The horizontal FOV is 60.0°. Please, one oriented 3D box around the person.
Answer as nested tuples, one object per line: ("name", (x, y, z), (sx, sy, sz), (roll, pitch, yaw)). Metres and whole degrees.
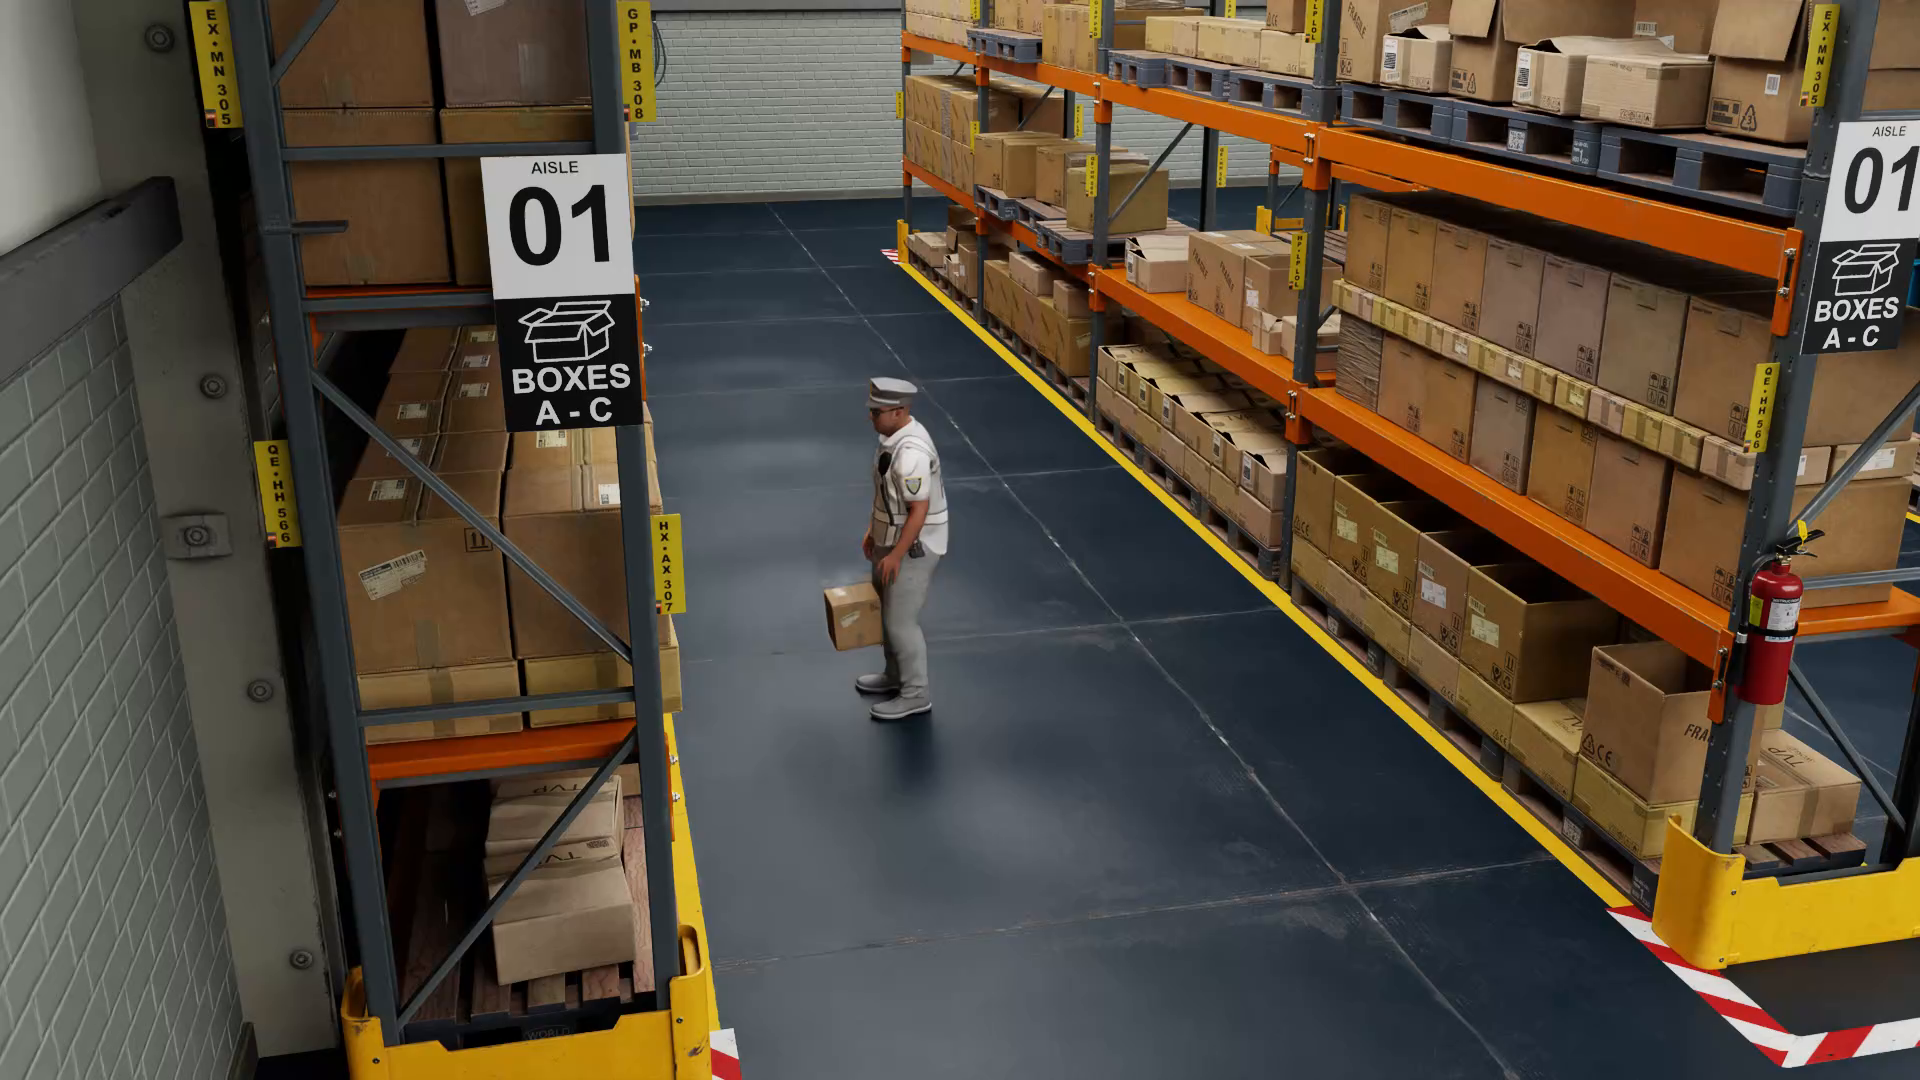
("person", (-0.293, 0.025, 8.477), (0.434, 1.756, 0.560), (-5, 20, -14))
